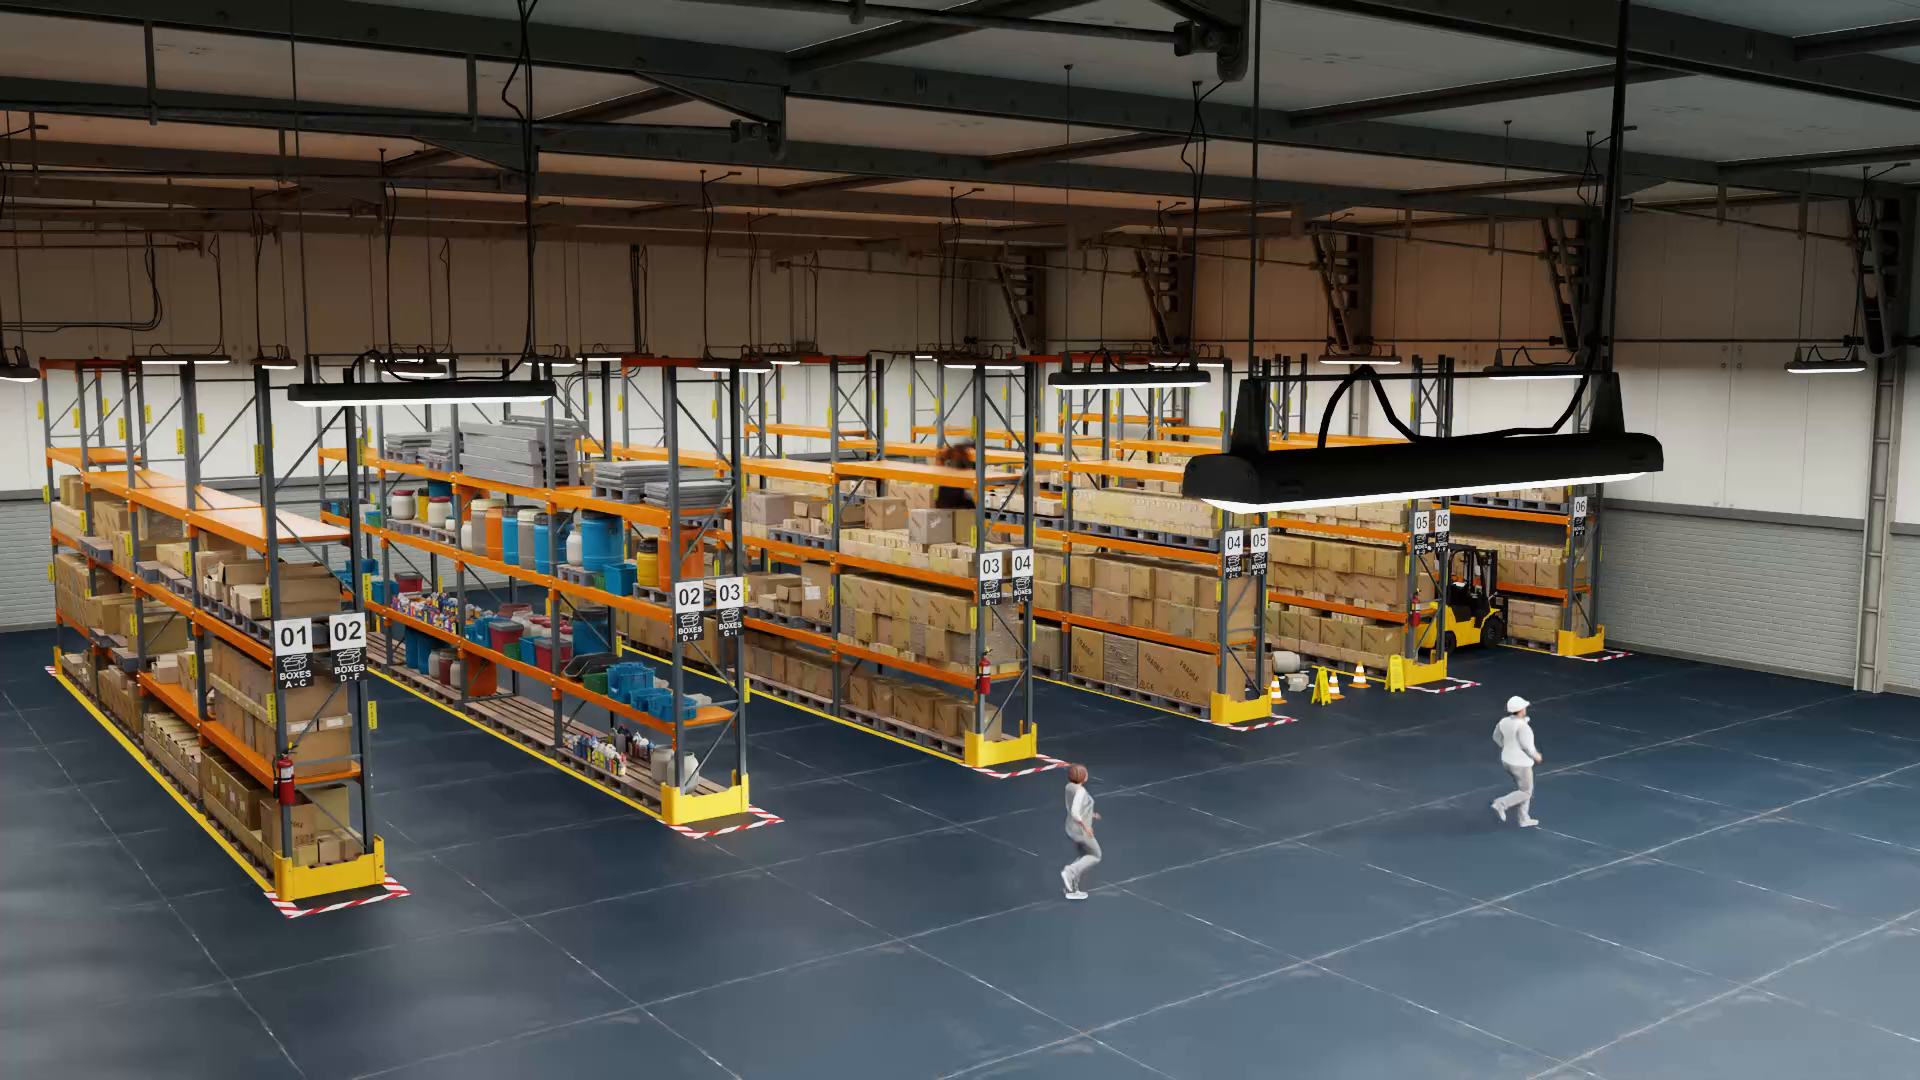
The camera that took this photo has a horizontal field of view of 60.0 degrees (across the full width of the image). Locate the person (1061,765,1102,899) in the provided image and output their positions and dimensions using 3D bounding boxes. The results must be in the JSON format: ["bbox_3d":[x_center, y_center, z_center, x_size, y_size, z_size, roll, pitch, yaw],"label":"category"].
[{"bbox_3d":[1.371,3.353,18.851,0.541,1.466,0.533,-2,7,-19],"label":"person"}]

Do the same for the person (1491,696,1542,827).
[{"bbox_3d":[7.204,2.883,21.561,0.762,1.738,0.675,-2,7,-17],"label":"person"}]
